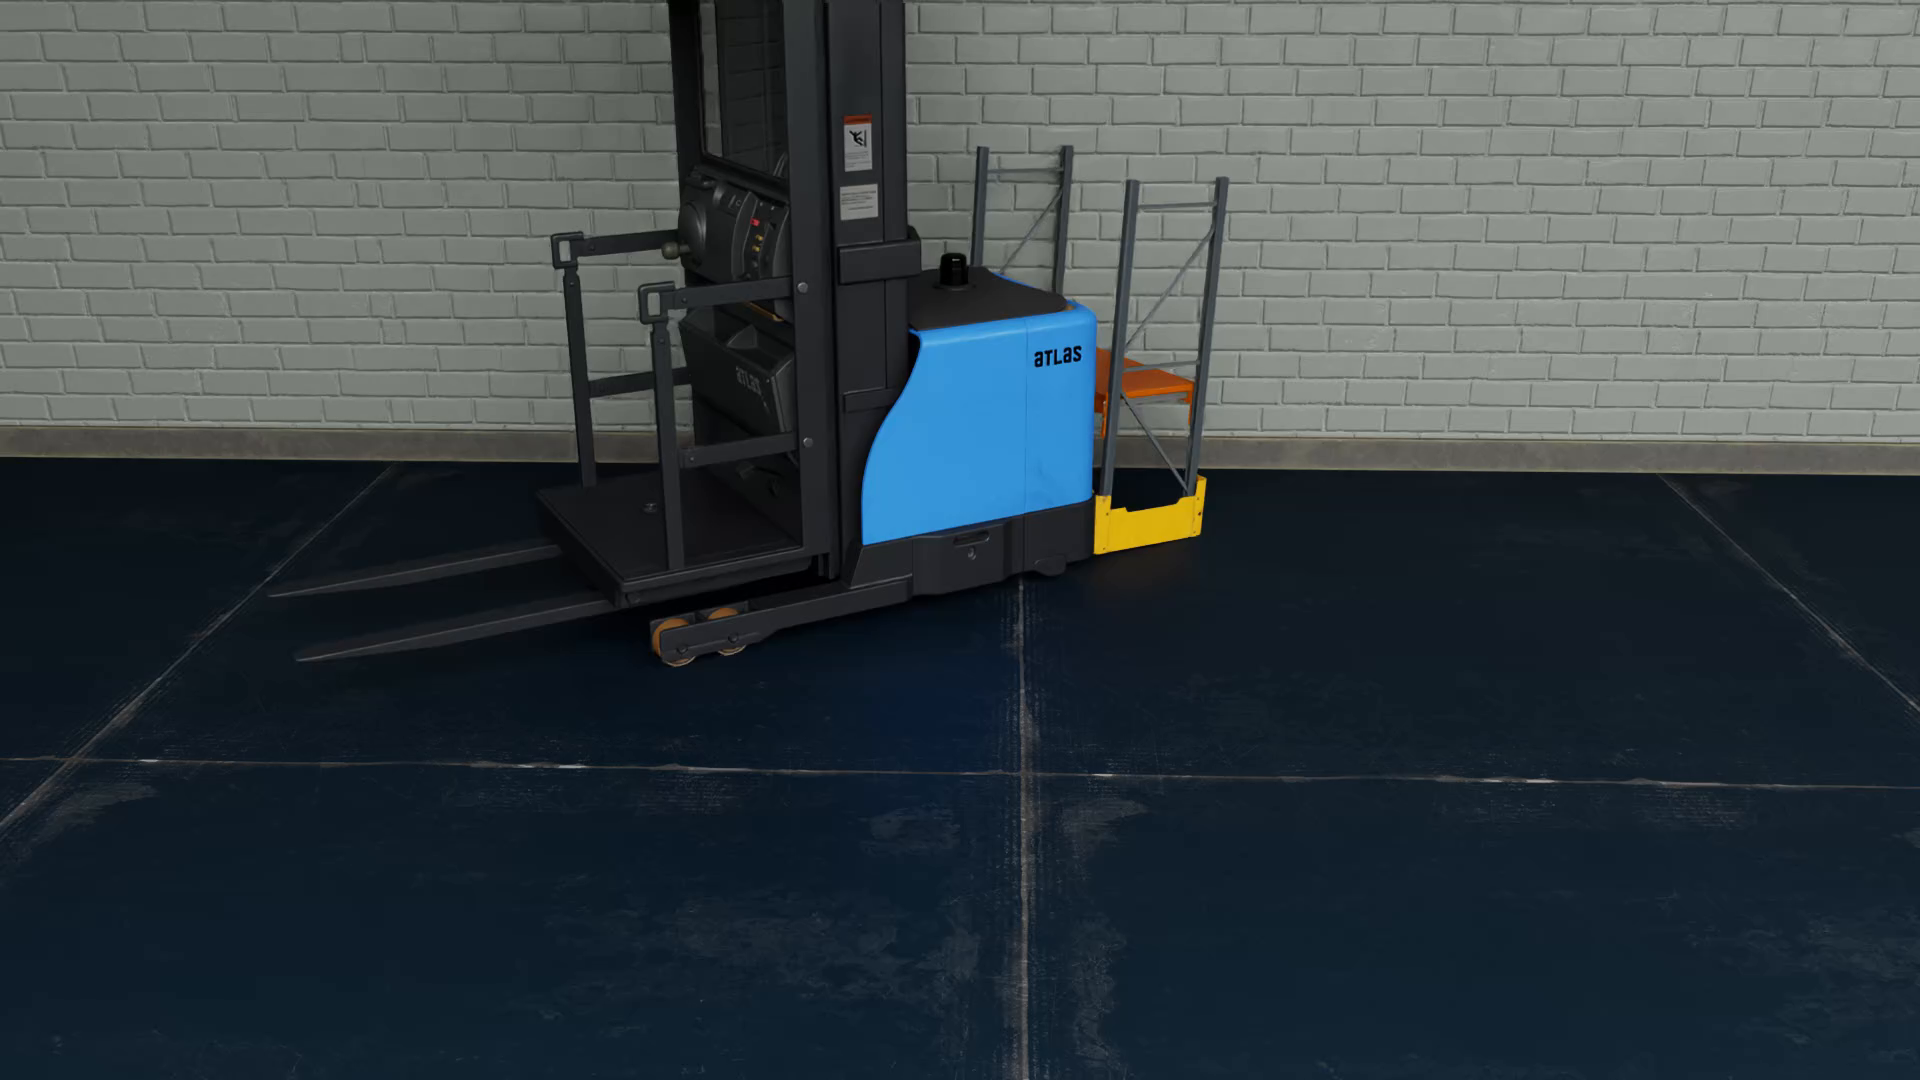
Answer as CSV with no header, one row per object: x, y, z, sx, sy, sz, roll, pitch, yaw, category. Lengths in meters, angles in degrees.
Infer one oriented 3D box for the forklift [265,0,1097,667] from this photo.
-0.999,-1.138,5.909,3.031,2.935,1.130,-11,24,-27,forklift

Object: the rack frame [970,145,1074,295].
0.247,-1.010,7.496,0.500,1.500,0.032,-10,23,-32,rack frame

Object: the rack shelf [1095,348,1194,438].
0.518,-0.685,7.161,0.538,0.185,1.000,-10,23,-32,rack shelf

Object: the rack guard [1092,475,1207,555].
0.773,-0.110,6.916,0.587,0.250,0.087,-10,23,-32,rack guard

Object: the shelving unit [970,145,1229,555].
0.533,-0.851,7.094,0.587,1.500,1.083,-10,23,-32,shelving unit

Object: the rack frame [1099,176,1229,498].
0.808,-0.698,6.707,0.500,1.500,0.032,-10,23,-32,rack frame
